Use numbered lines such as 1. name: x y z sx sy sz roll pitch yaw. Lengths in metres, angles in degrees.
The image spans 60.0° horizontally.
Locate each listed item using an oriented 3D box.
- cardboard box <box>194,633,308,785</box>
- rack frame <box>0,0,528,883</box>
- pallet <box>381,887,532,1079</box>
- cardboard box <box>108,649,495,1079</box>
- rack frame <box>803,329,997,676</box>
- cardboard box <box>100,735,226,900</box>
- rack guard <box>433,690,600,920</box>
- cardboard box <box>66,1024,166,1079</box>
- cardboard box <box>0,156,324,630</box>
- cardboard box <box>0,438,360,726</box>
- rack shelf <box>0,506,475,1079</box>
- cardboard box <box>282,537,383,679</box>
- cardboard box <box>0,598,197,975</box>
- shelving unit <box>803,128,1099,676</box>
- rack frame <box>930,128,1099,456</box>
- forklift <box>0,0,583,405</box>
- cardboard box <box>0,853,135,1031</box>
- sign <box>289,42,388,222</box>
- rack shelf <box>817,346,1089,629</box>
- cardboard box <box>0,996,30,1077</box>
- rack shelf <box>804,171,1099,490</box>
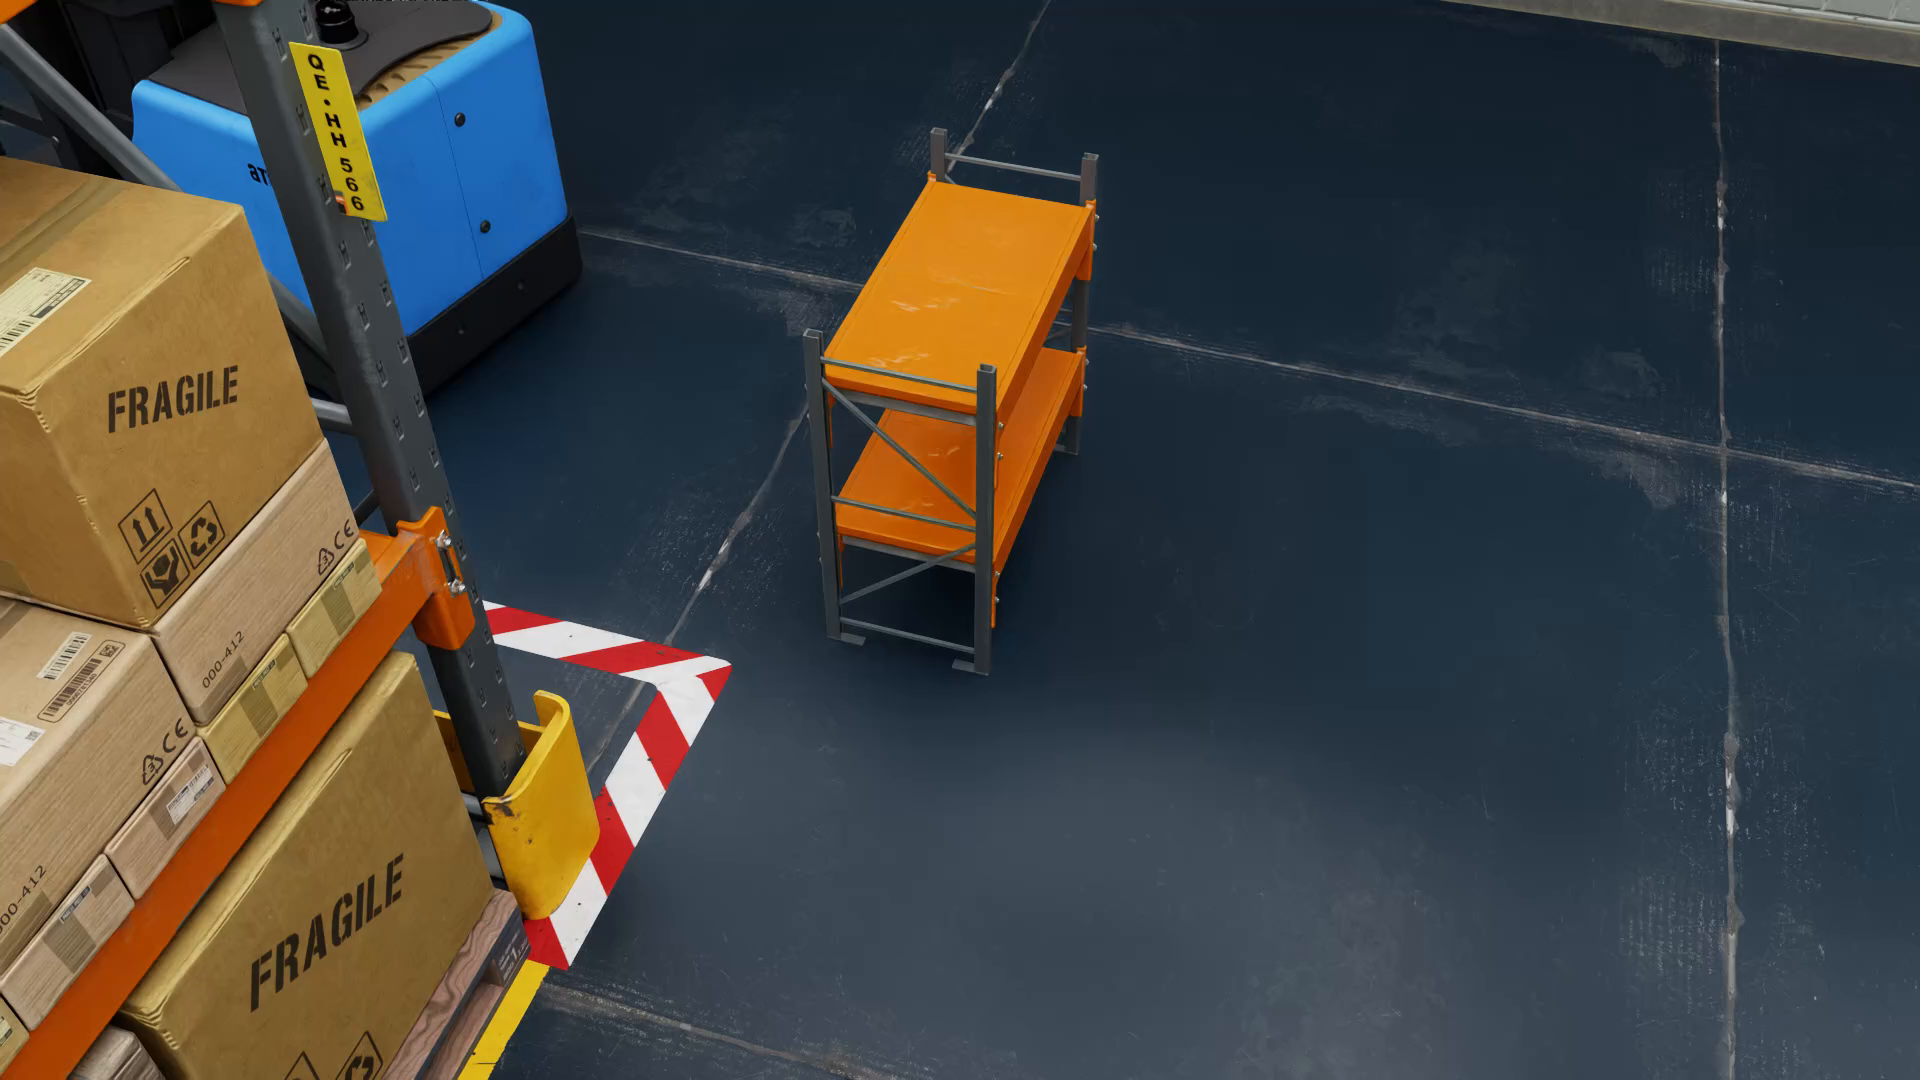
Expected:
1. cardboard box: -1.433 0.262 3.018 0.380 0.149 0.250 13 46 13
2. rack frame: -1.562 -0.309 3.421 1.000 3.000 0.127 13 46 13
3. pallet: -1.730 1.237 3.835 1.003 0.211 1.213 13 46 13
4. cardboard box: -1.680 0.744 3.564 0.875 0.875 0.875 13 46 13
5. rack frame: -0.152 -0.068 4.515 0.500 1.125 0.032 13 46 13
6. cardboard box: -1.511 0.429 2.846 0.380 0.149 0.250 13 46 13
7. rack guard: -1.555 0.568 4.312 1.175 0.500 0.348 13 46 13
8. cardboard box: -1.955 1.350 2.944 0.875 0.875 0.875 13 46 13
9. cardboard box: -1.459 -0.249 2.718 0.500 0.500 0.500 13 46 13
10. cardboard box: -1.456 0.018 2.982 0.500 0.250 0.500 12 46 12
11. rack shelf: -2.168 1.281 2.310 1.077 0.370 4.000 13 46 13
12. cardboard box: -1.356 0.088 3.195 0.380 0.149 0.250 13 46 13
13. cardboard box: -1.610 0.356 2.637 0.500 0.250 0.500 12 46 12
14. shelving unit: 0.002 -0.407 4.861 0.538 1.125 1.048 13 46 13
15. rack frame: 0.156 -0.745 5.207 0.500 1.125 0.032 13 46 13
16. forklift: -2.935 -2.244 5.448 3.031 2.935 1.130 22 49 21
17. cardboard box: -1.587 0.596 2.676 0.380 0.149 0.250 13 46 13
18. sign: -1.049 -0.683 2.806 0.100 0.325 0.005 13 46 13
19. rack shelf: 0.002 -0.232 5.032 0.538 0.278 1.000 13 46 13
20. cardboard box: -1.664 0.769 2.499 0.380 0.149 0.250 12 46 12
21. rack shelf: 0.002 -0.616 4.656 0.538 0.278 1.000 13 46 13
